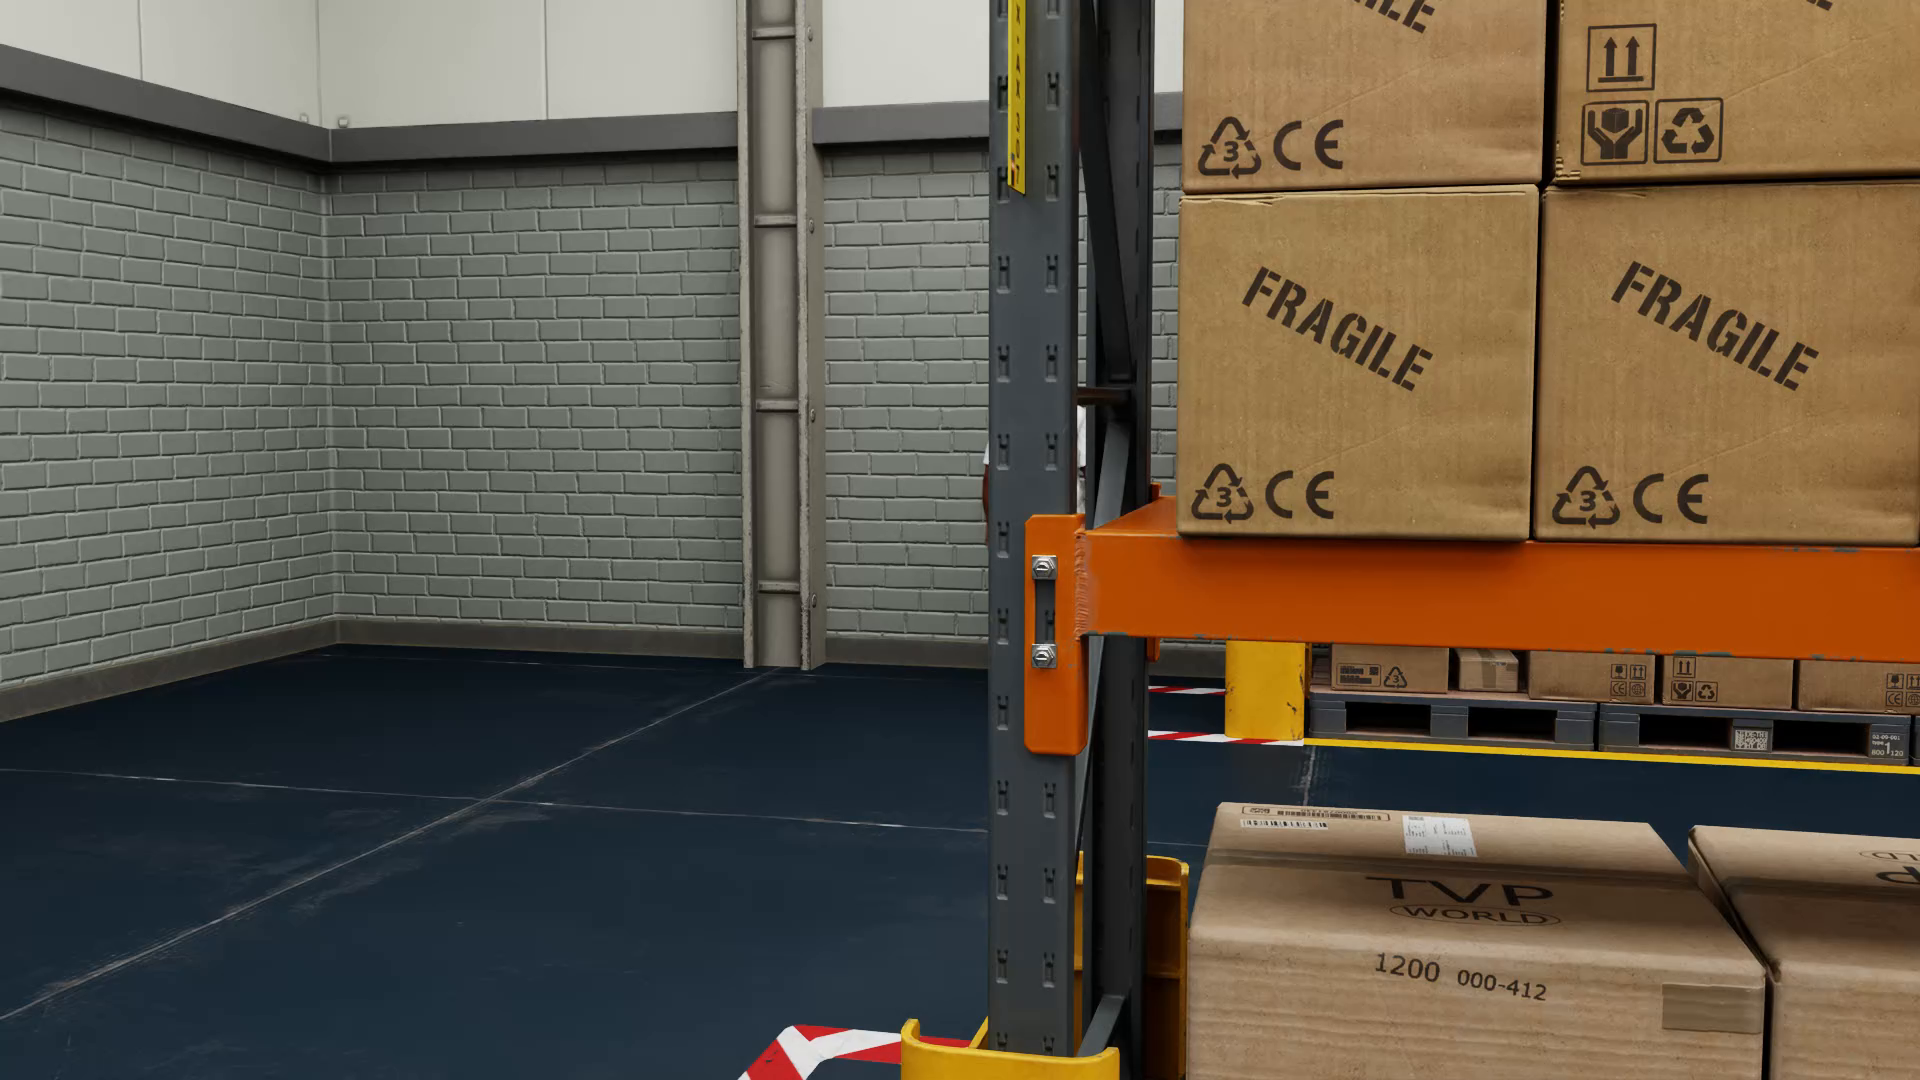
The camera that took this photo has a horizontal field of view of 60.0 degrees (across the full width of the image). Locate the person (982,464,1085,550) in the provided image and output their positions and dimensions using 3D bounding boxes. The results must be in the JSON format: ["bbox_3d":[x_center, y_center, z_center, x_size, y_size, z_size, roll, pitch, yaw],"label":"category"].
[{"bbox_3d":[0.430,-0.049,8.345,0.633,1.582,0.360,2,5,18],"label":"person"}]
